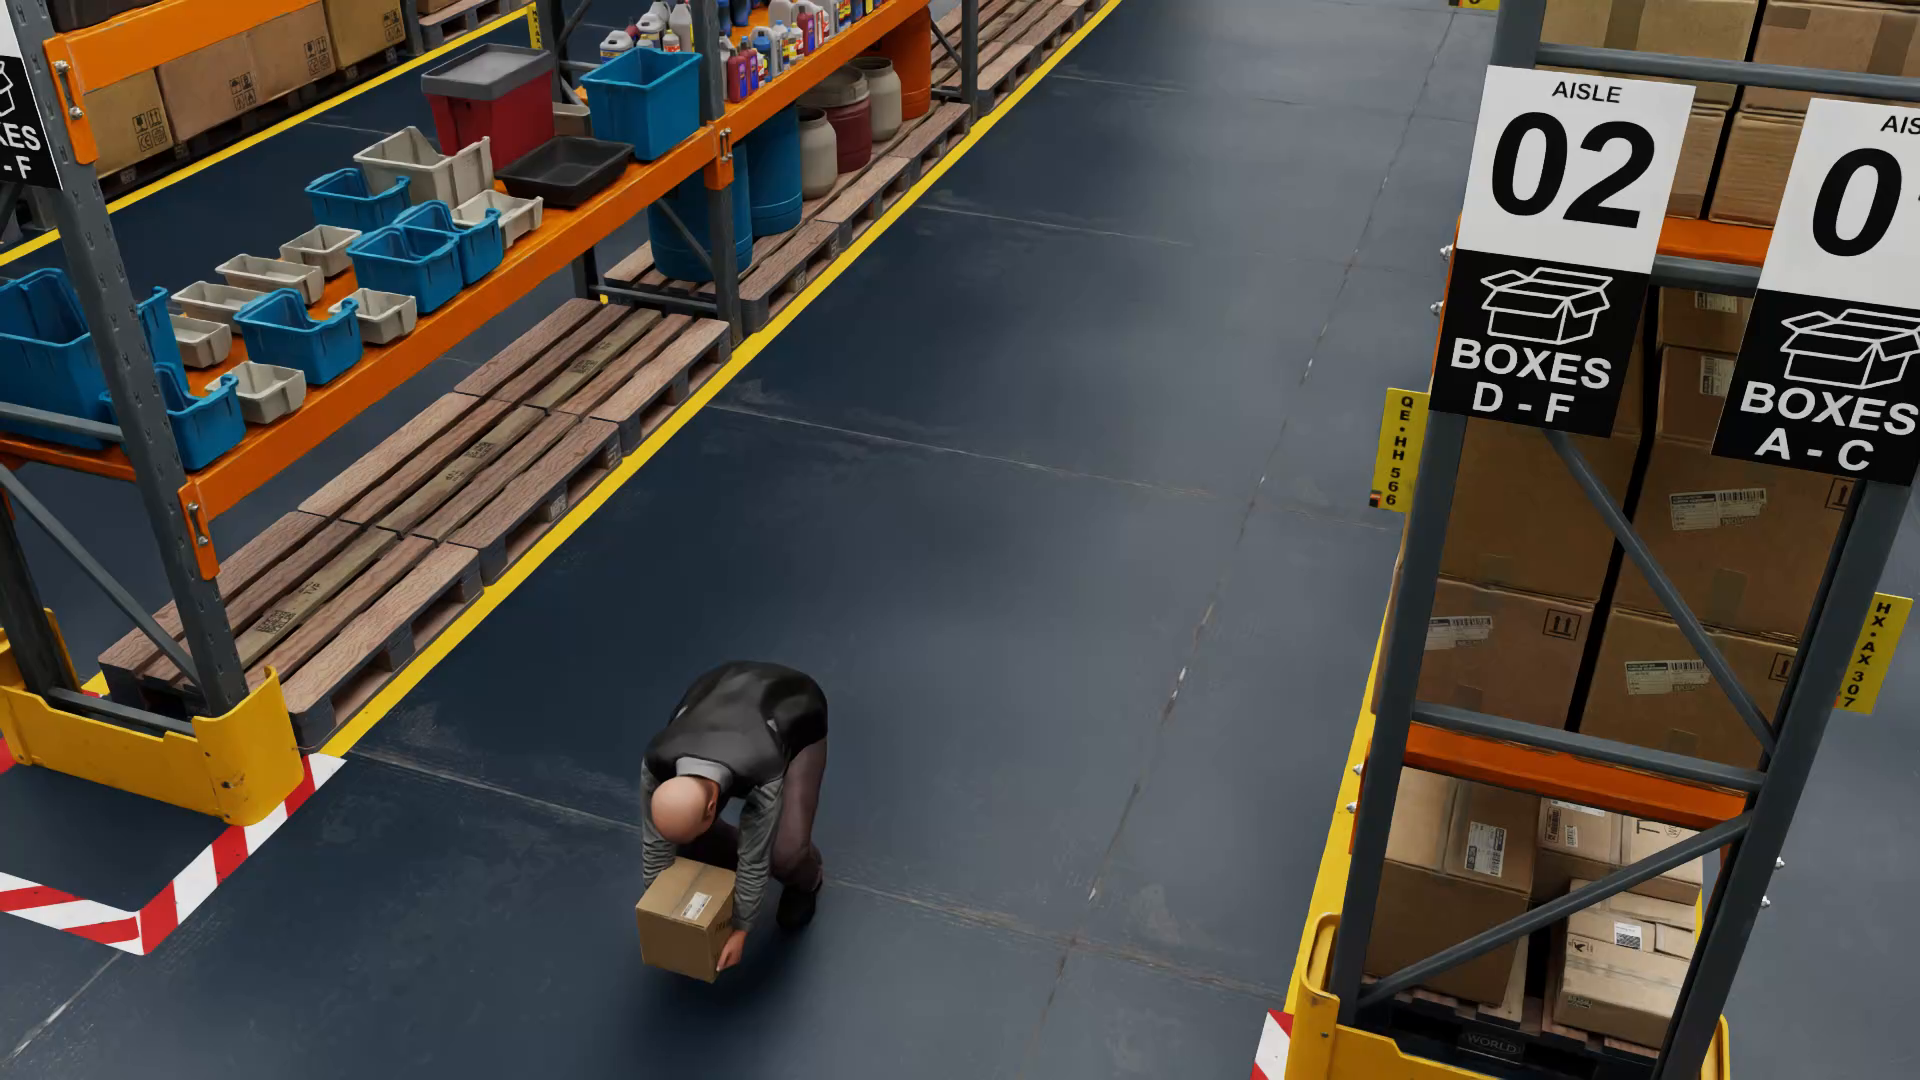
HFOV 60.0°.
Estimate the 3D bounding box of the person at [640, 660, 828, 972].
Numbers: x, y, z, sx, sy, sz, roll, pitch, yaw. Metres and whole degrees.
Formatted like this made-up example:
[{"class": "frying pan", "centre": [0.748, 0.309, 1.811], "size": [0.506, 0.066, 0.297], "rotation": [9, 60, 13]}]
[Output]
[{"class": "person", "centre": [-0.733, 0.914, 5.450], "size": [0.521, 0.968, 0.938], "rotation": [10, 34, 15]}]
